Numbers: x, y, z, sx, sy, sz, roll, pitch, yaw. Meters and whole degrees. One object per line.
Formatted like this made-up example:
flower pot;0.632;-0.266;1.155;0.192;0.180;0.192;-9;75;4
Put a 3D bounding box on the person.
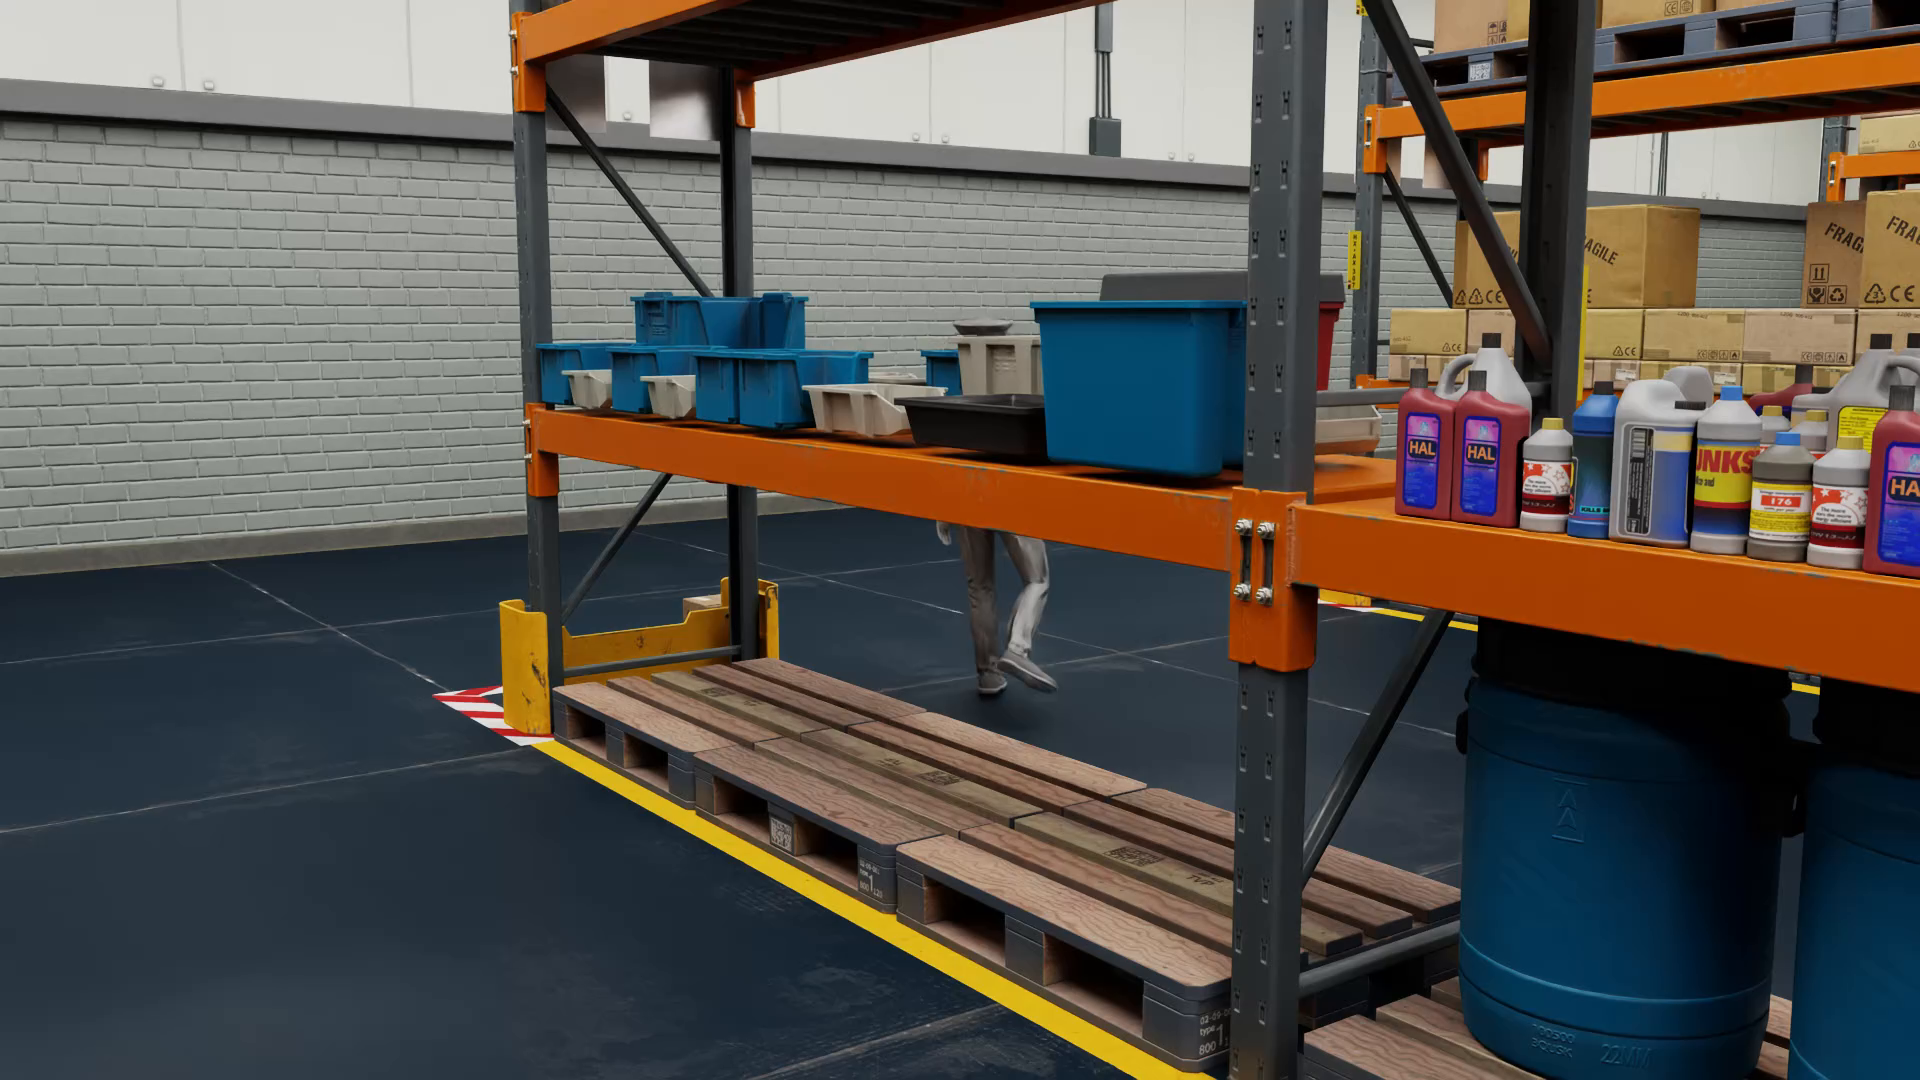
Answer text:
person;0.158;-0.126;7.182;0.631;1.660;0.584;2;8;17
